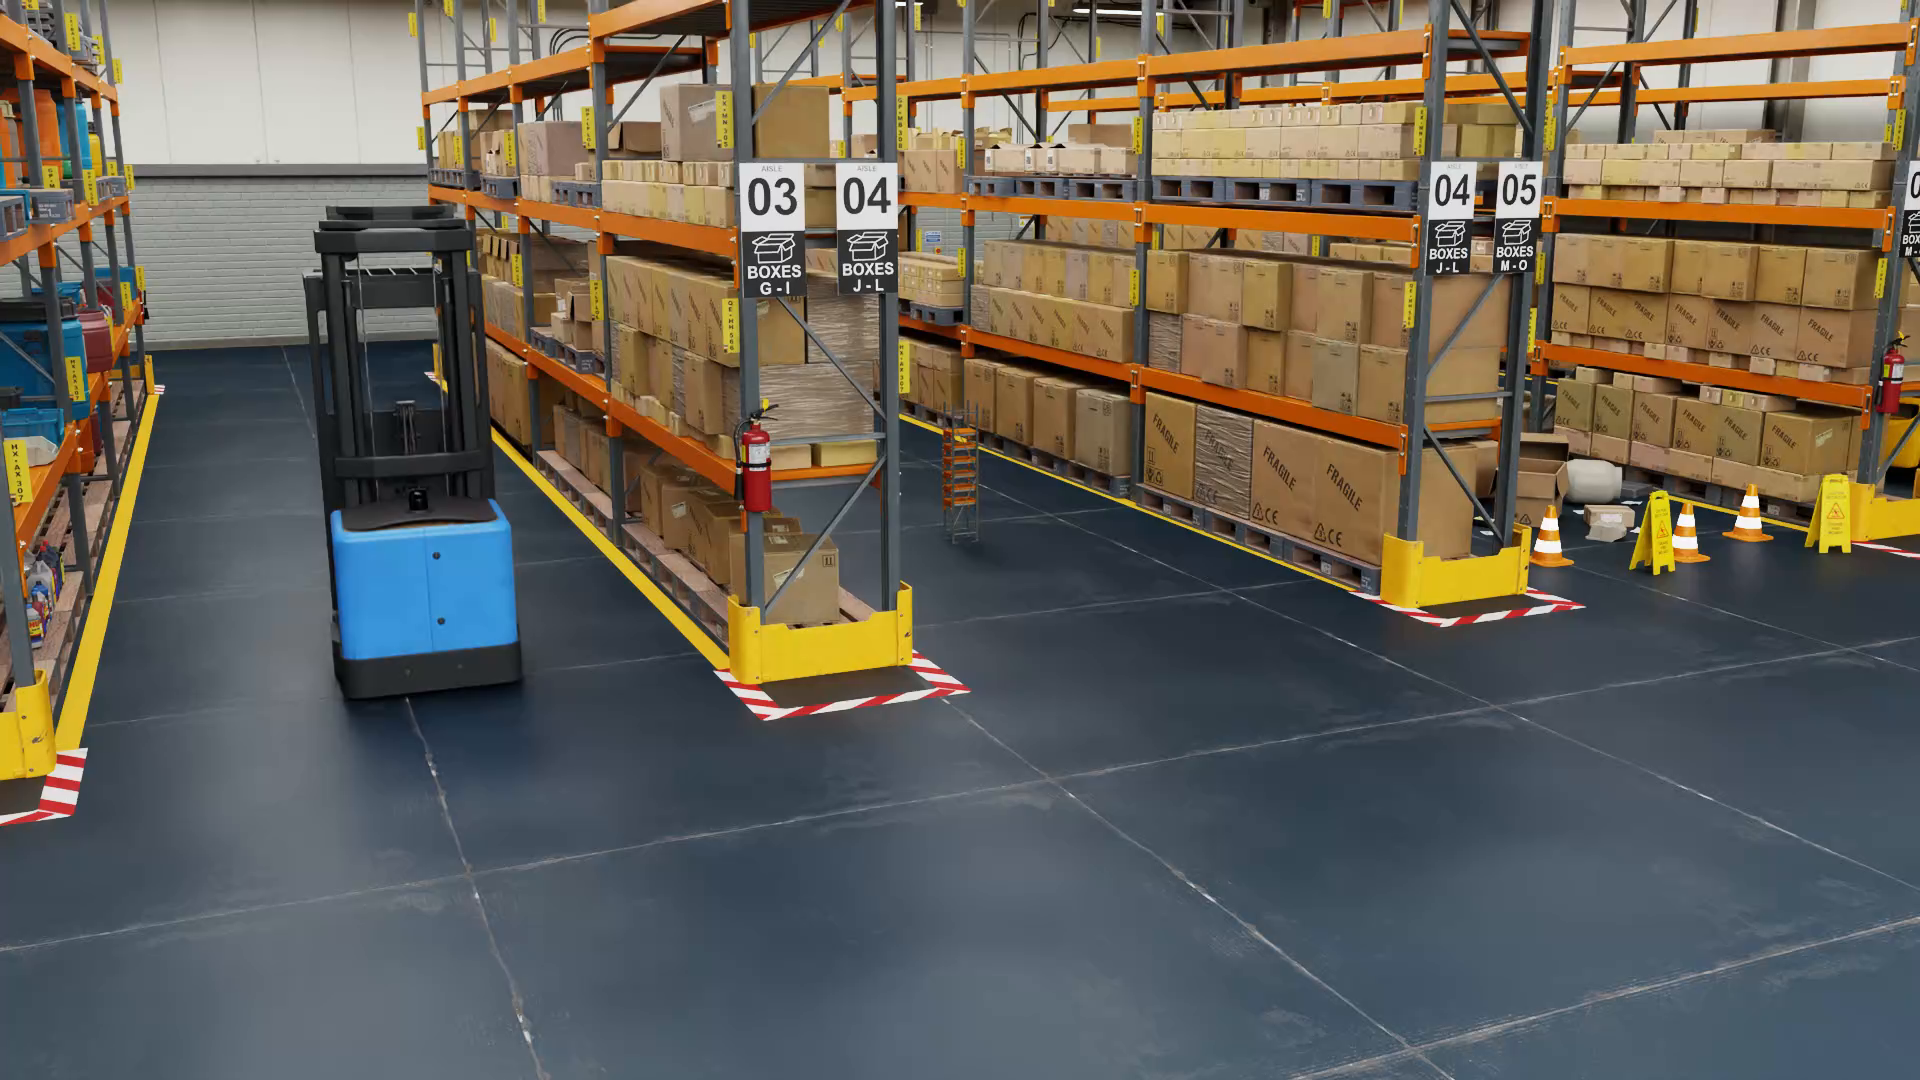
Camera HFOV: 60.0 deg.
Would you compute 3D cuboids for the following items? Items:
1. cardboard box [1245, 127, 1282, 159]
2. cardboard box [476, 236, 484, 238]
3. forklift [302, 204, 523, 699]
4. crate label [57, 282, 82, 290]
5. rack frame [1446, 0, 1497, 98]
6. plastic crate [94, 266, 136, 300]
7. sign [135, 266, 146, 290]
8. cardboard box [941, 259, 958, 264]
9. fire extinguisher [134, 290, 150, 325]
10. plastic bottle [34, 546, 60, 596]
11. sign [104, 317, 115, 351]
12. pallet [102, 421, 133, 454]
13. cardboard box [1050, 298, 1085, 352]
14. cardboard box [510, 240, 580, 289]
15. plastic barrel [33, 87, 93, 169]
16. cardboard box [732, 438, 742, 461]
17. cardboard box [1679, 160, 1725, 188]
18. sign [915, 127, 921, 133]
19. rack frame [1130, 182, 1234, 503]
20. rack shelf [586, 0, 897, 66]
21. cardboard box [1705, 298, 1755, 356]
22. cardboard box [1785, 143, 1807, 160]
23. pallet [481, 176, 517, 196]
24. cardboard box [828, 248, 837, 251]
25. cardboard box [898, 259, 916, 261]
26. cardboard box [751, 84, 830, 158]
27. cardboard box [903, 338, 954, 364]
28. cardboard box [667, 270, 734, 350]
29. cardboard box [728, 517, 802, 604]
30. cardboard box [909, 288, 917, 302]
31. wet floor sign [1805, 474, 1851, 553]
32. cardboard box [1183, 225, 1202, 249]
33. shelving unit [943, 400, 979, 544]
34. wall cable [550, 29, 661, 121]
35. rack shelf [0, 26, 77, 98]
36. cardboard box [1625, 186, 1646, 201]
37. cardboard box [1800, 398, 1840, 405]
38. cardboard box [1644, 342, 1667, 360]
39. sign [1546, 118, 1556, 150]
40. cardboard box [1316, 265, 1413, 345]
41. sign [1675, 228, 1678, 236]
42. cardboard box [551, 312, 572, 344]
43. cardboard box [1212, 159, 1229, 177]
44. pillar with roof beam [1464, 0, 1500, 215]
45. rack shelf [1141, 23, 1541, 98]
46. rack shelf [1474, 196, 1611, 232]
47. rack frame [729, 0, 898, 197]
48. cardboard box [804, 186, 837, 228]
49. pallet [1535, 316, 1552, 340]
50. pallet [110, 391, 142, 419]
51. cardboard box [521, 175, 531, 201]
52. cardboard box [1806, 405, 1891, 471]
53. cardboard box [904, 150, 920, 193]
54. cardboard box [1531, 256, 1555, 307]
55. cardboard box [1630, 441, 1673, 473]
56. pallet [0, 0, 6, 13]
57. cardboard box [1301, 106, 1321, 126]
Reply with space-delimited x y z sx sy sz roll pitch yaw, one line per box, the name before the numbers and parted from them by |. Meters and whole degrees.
cardboard box | 2.667 -3.222 13.505 0.500 0.250 0.500 -5 14 -22
cardboard box | -6.298 -3.712 21.765 0.500 0.500 0.500 -5 14 -22
forklift | -3.738 -0.762 11.160 1.130 2.935 3.031 -5 14 -21
crate label | -12.015 -3.346 22.412 0.416 0.233 0.303 -6 14 -23
rack frame | 7.955 -7.367 26.243 1.000 3.000 0.127 -6 14 -23
plastic crate | -11.507 -3.473 22.512 0.616 0.435 0.499 -6 14 -23
sign | -11.315 -3.611 22.960 0.100 0.325 0.005 -6 14 -23
cardboard box | -0.020 -3.457 20.961 0.380 0.149 0.250 -5 14 -21
fire extinguisher | -11.456 -3.332 23.112 0.296 0.674 0.183 -6 14 -23
plastic bottle | -6.406 0.223 11.652 0.144 0.351 0.185 -6 15 -26
sign | -8.106 -1.957 15.810 0.100 0.325 0.005 -6 14 -23
pallet | -9.939 -1.131 18.788 1.003 0.211 1.213 -6 14 -23
cardboard box | 1.259 -2.215 17.068 0.500 0.500 0.500 -5 14 -22
cardboard box | -4.606 -3.098 18.658 0.797 0.503 0.637 -5 14 -22
plastic barrel | -9.386 -4.224 17.272 0.600 0.901 0.708 -6 14 -23
cardboard box | -1.268 -0.590 10.825 0.380 0.149 0.250 -6 14 -23
cardboard box | 7.146 -3.445 15.624 0.500 0.250 0.500 -5 14 -22
sign | -0.580 -5.483 22.736 0.100 0.325 0.005 -6 14 -23
rack frame | 2.118 -1.874 15.815 1.000 3.000 0.127 -6 14 -23
rack shelf | -1.666 -3.605 11.590 1.077 0.370 4.000 -6 14 -23
cardboard box | 7.352 -2.004 15.496 0.500 0.500 0.500 -6 14 -23
cardboard box | 7.568 -3.451 14.766 0.380 0.149 0.250 -6 14 -23
pallet | -4.827 -4.002 18.775 1.003 0.211 1.213 -5 14 -20
cardboard box | -1.523 -4.280 23.113 0.500 0.500 0.500 -6 14 -25
cardboard box | -0.720 -3.454 20.946 0.380 0.149 0.250 -5 14 -21
cardboard box | -1.212 -2.850 11.390 0.500 0.500 0.500 -6 14 -23
cardboard box | -0.400 -2.380 20.951 0.500 0.250 0.500 -5 14 -22
cardboard box | -1.715 -1.599 11.528 0.500 0.500 0.500 -6 14 -23
cardboard box | -1.371 0.142 11.718 0.500 0.500 0.500 -2 13 -8
cardboard box | -0.401 -3.000 20.304 0.380 0.149 0.250 -6 14 -24
wet floor sign | 7.311 -0.233 13.945 0.267 0.644 0.232 -1 13 -4
cardboard box | 3.550 -4.311 23.906 0.500 0.500 0.500 -6 14 -23
shelving unit | 0.006 -0.582 14.222 0.258 1.200 0.189 -6 14 -23
wall cable | -6.381 -9.896 30.035 2.277 5.999 0.120 -6 14 -23
rack shelf | -7.807 -3.790 13.272 1.077 0.370 4.000 -6 14 -23
cardboard box | 6.831 -3.439 16.481 0.380 0.149 0.250 -5 14 -21
cardboard box | 10.940 -1.946 20.460 0.875 0.625 0.625 -5 14 -20
cardboard box | 6.949 -1.861 16.314 0.380 0.149 0.250 -6 14 -23
sign | 6.106 -4.196 17.177 0.100 0.325 0.005 -6 14 -23
cardboard box | 3.302 -1.832 12.907 0.875 0.550 0.550 -6 14 -23
sign | 10.065 -4.233 23.437 0.100 0.325 0.005 -6 14 -23
cardboard box | -3.609 -2.038 15.924 0.500 0.250 0.500 -6 14 -25
cardboard box | 2.362 -3.151 14.082 0.380 0.149 0.250 -6 14 -24
pillar with roof beam | 4.557 -7.203 25.536 9.100 9.000 0.400 -6 14 -23
rack shelf | 2.919 -3.838 13.480 1.077 0.370 4.000 -6 14 -23
rack shelf | 5.812 -3.866 19.366 1.077 0.370 4.000 -6 14 -23
rack frame | -0.865 -3.543 9.723 1.000 3.000 0.127 -6 14 -23
cardboard box | -0.821 -2.132 10.609 0.500 0.250 0.500 -5 14 -21
pallet | 6.440 -2.420 18.598 1.003 0.211 1.213 -6 14 -23
pallet | -11.033 -1.695 21.225 1.003 0.211 1.213 -6 14 -23
cardboard box | -4.114 -3.542 16.700 0.500 0.250 0.500 -5 14 -22
cardboard box | 8.136 -0.943 15.294 0.500 0.500 0.500 -6 14 -25
cardboard box | -0.355 -4.512 20.336 0.500 0.500 0.500 -6 14 -23
cardboard box | 6.218 -2.815 18.068 0.500 0.500 0.500 -6 14 -24
cardboard box | 7.041 -0.842 16.523 0.500 0.250 0.500 -6 14 -24
pallet | -6.157 -3.215 9.611 1.003 0.211 1.213 -6 14 -23
cardboard box | 2.869 -3.277 12.861 0.380 0.149 0.250 -6 14 -23
